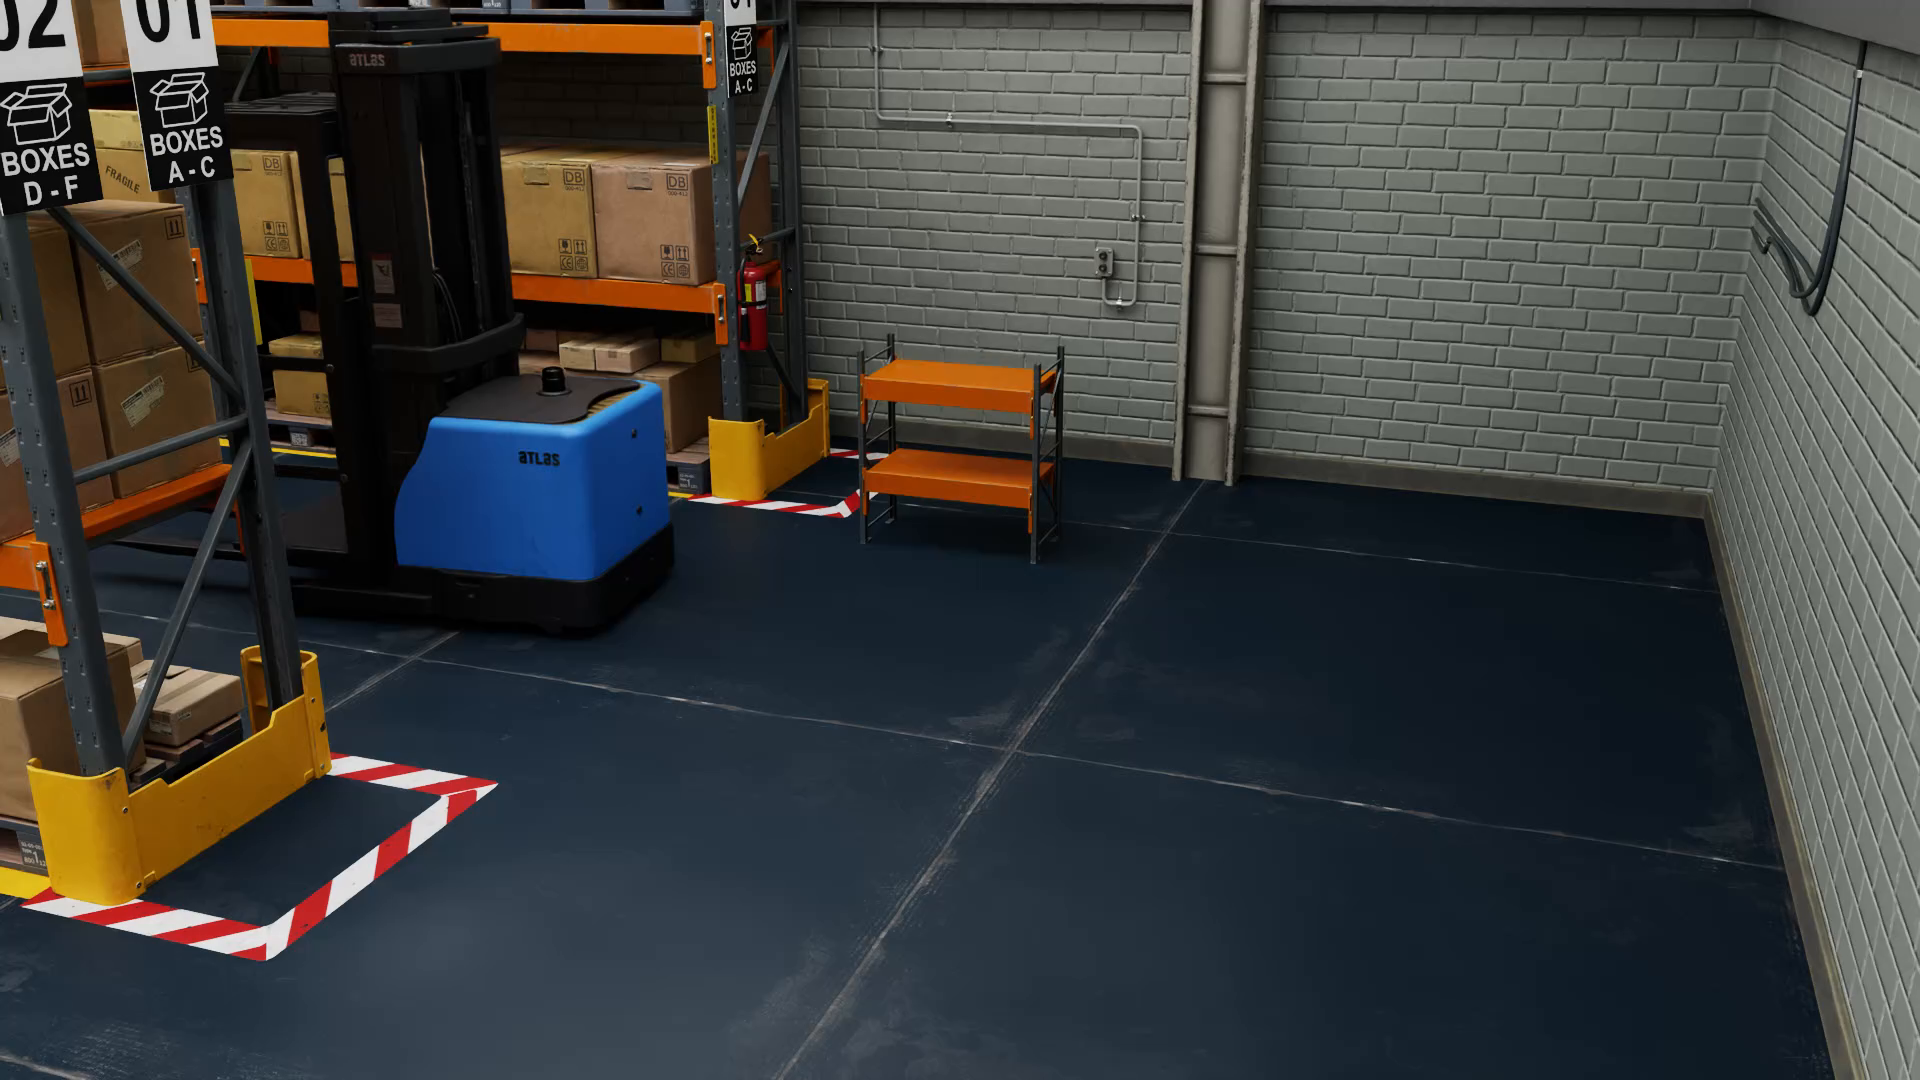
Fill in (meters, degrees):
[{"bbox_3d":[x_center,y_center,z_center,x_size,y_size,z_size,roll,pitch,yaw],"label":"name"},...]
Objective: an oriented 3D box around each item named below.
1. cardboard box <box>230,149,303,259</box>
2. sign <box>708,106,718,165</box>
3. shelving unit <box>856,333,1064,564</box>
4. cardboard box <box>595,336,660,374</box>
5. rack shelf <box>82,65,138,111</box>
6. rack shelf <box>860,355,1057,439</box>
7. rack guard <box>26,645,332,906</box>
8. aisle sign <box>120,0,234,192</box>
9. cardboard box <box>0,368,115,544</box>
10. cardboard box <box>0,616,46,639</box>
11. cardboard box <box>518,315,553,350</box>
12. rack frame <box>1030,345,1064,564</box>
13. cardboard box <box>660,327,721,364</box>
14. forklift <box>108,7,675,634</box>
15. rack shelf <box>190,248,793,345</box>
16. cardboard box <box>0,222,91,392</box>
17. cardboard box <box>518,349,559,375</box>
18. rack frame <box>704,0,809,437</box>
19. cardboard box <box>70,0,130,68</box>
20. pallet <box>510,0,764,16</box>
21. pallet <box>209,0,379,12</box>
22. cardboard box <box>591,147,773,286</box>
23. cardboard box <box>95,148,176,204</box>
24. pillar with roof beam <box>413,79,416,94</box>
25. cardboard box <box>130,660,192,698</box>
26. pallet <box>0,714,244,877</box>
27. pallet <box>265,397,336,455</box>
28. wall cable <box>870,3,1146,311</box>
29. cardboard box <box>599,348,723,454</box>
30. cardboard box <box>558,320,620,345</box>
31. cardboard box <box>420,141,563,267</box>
[{"bbox_3d":[-4.507,-2.361,11.336,0.700,0.700,0.980,7,20,19],"label":"cardboard box"},{"bbox_3d":[-1.427,-2.342,9.619,0.005,0.325,0.100,7,20,18],"label":"sign"},{"bbox_3d":[0.006,-0.530,9.389,1.048,1.125,0.538,7,20,18],"label":"shelving unit"},{"bbox_3d":[-2.111,-1.177,10.569,0.250,0.149,0.380,6,20,17],"label":"cardboard box"},{"bbox_3d":[-4.747,-1.603,6.153,4.000,0.370,1.077,7,20,18],"label":"rack shelf"},{"bbox_3d":[0.006,-0.807,9.293,1.000,0.278,0.538,7,20,18],"label":"rack shelf"},{"bbox_3d":[-2.930,0.862,6.344,0.348,0.500,1.175,7,20,18],"label":"rack guard"},{"bbox_3d":[-2.697,-1.622,5.722,0.004,0.787,0.394,7,20,18],"label":"aisle sign"},{"bbox_3d":[-3.370,-0.321,5.788,0.500,0.500,0.500,7,20,20],"label":"cardboard box"},{"bbox_3d":[-4.223,0.526,7.020,0.500,0.250,0.500,7,20,18],"label":"cardboard box"},{"bbox_3d":[-2.944,-1.405,11.223,0.250,0.149,0.380,7,20,19],"label":"cardboard box"},{"bbox_3d":[0.487,-0.476,9.231,0.032,1.125,0.500,7,20,18],"label":"rack frame"},{"bbox_3d":[-1.746,-1.268,10.832,0.250,0.149,0.380,7,20,18],"label":"cardboard box"},{"bbox_3d":[-3.115,-1.169,8.476,3.031,2.935,1.130,5,20,13],"label":"forklift"},{"bbox_3d":[-3.125,-1.727,11.067,4.000,0.370,1.077,7,20,18],"label":"rack shelf"},{"bbox_3d":[-3.369,-0.792,5.620,0.500,0.500,0.500,6,20,18],"label":"cardboard box"},{"bbox_3d":[-2.878,-1.021,11.109,0.500,0.500,0.700,6,20,16],"label":"cardboard box"},{"bbox_3d":[-1.236,-1.851,10.329,0.127,3.000,1.000,7,20,18],"label":"rack frame"},{"bbox_3d":[-3.260,-1.790,5.826,0.500,0.250,0.500,7,20,18],"label":"cardboard box"},{"bbox_3d":[-1.940,-3.302,10.070,1.213,0.211,1.003,7,20,18],"label":"pallet"},{"bbox_3d":[-4.245,-3.566,10.826,1.213,0.211,1.003,7,20,18],"label":"pallet"},{"bbox_3d":[-1.721,-2.044,10.428,0.700,0.700,0.980,7,21,21],"label":"cardboard box"},{"bbox_3d":[-5.533,-2.451,11.418,0.500,0.500,0.500,6,20,17],"label":"cardboard box"},{"bbox_3d":[-5.482,-3.971,7.295,0.400,9.000,9.100,7,20,18],"label":"pillar with roof beam"},{"bbox_3d":[-3.377,0.641,6.817,0.250,0.166,0.380,7,20,18],"label":"cardboard box"},{"bbox_3d":[-3.683,0.913,6.638,1.213,0.211,1.003,7,20,18],"label":"pallet"},{"bbox_3d":[-4.322,-0.860,11.722,1.213,0.211,1.003,7,20,18],"label":"pallet"},{"bbox_3d":[0.284,-2.486,10.608,1.851,1.984,0.084,7,20,18],"label":"wall cable"},{"bbox_3d":[-1.930,-0.913,10.799,0.500,0.500,0.700,7,20,18],"label":"cardboard box"},{"bbox_3d":[-2.461,-1.350,11.066,0.250,0.149,0.380,7,20,19],"label":"cardboard box"},{"bbox_3d":[-3.129,-2.205,10.888,0.700,0.700,0.980,6,20,15],"label":"cardboard box"}]
